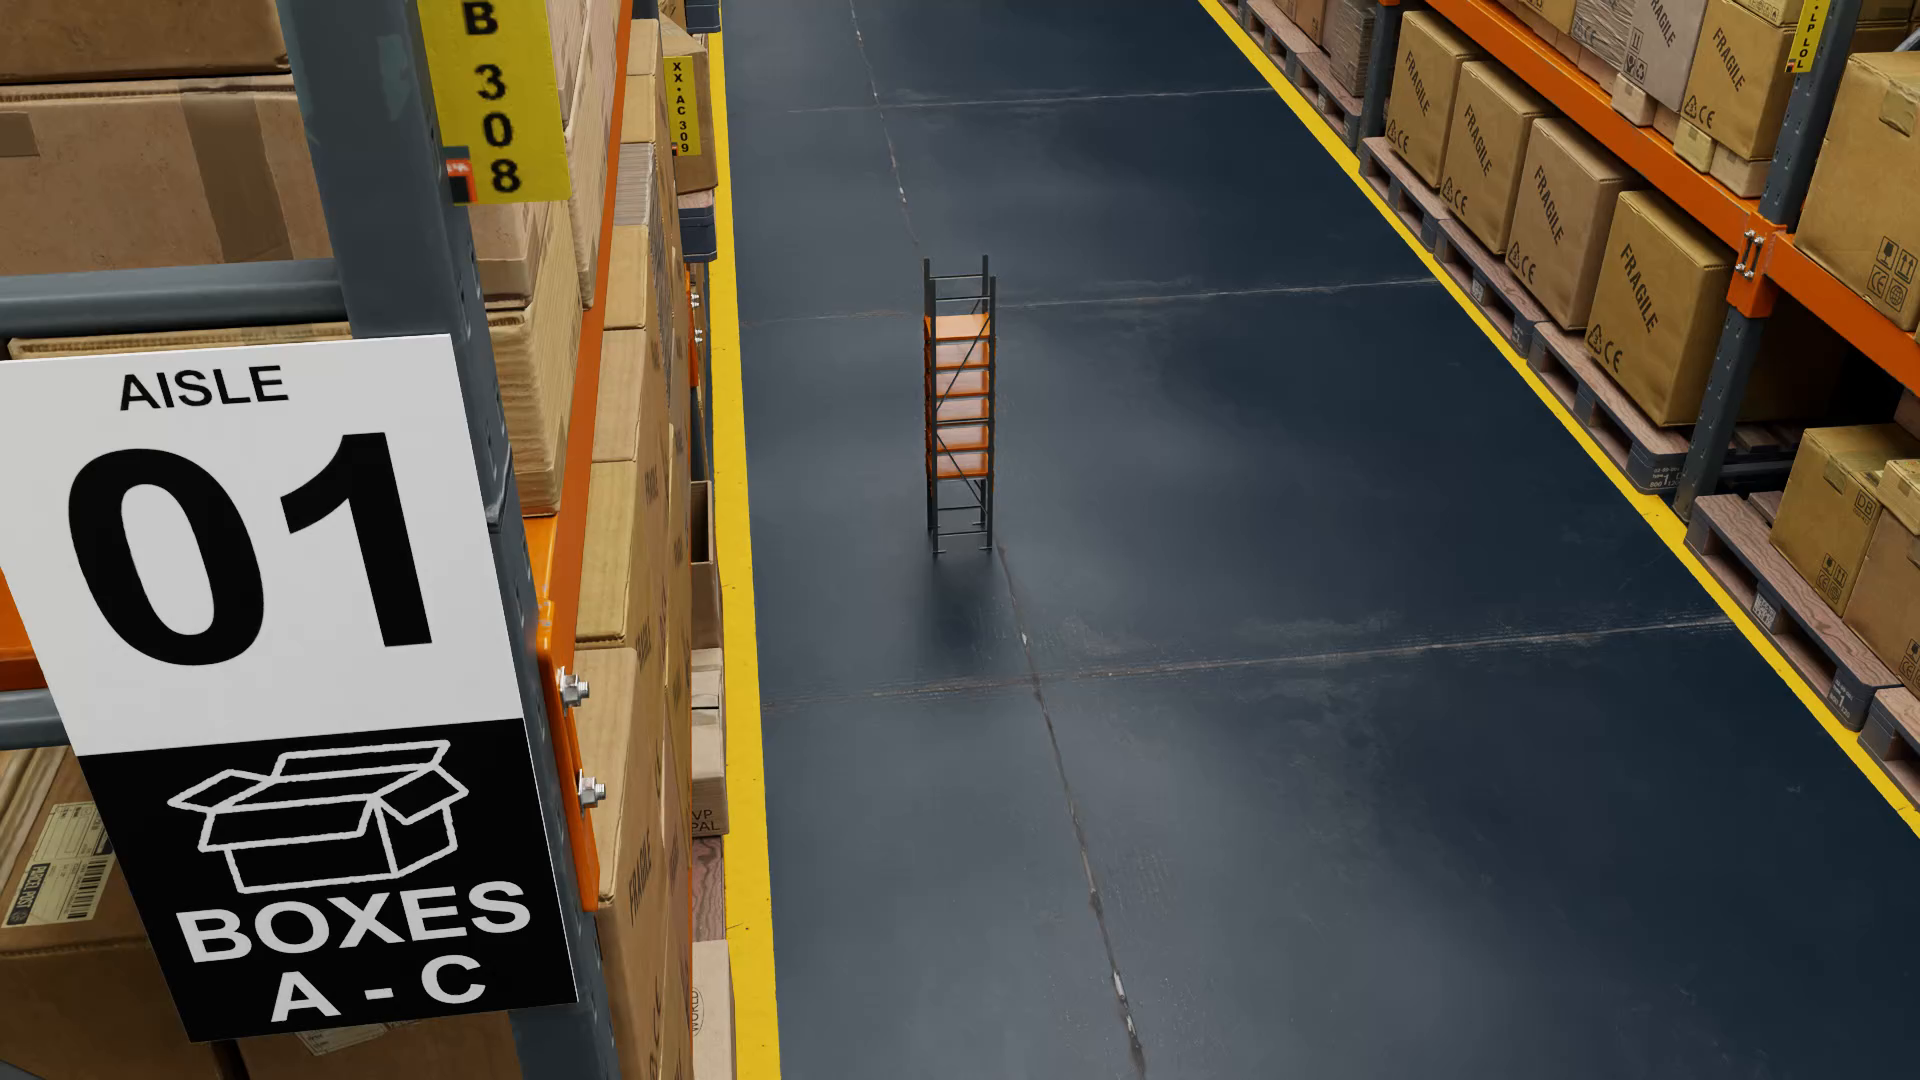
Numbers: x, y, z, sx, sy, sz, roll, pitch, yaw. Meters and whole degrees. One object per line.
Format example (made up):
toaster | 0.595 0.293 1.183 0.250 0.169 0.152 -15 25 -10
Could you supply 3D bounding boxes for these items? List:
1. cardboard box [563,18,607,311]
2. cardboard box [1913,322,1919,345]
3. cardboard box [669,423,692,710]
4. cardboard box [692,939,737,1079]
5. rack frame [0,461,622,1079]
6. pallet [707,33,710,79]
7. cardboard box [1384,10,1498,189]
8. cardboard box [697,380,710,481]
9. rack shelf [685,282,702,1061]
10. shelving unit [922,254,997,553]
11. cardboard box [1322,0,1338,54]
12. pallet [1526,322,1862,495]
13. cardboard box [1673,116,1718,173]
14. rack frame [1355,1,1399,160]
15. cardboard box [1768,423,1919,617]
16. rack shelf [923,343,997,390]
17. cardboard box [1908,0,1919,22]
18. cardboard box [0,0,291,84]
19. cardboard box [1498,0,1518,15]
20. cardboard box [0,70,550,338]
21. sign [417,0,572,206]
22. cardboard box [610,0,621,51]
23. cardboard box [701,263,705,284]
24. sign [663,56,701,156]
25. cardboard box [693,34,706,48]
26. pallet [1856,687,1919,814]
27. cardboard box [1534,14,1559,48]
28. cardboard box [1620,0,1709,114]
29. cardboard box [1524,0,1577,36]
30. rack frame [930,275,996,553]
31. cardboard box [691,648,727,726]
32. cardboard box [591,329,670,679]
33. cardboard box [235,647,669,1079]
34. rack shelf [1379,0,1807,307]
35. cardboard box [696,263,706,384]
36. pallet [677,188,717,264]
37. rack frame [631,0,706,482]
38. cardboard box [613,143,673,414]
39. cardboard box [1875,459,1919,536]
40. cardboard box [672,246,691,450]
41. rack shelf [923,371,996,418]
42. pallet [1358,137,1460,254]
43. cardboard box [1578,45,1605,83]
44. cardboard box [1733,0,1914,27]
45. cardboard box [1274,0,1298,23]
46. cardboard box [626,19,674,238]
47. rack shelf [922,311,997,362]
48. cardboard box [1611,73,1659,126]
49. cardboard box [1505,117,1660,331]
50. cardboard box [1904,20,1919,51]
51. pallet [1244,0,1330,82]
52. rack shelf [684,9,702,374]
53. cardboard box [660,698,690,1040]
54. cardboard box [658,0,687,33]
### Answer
cardboard box | -0.771 -0.527 2.330 0.500 0.250 0.500 -4 35 -6
cardboard box | 3.620 -0.785 4.972 0.980 0.700 0.700 -5 35 -8
cardboard box | -0.903 0.081 3.879 0.500 0.500 0.500 -4 34 -6
cardboard box | -0.826 1.308 4.218 0.500 0.250 0.500 -4 35 -6
rack frame | -0.899 1.236 2.272 1.000 3.000 0.127 -4 35 -6
pallet | -2.208 -3.217 11.284 1.003 0.211 1.213 -4 35 -6
cardboard box | 2.902 -2.470 9.247 0.750 0.750 0.750 -5 35 -7
cardboard box | -1.261 -0.433 6.551 0.500 0.500 0.500 -6 35 -9
rack shelf | -1.168 0.418 4.113 1.077 0.370 4.000 -4 35 -6
shelving unit | -0.002 -0.504 6.424 0.258 1.200 0.189 -4 35 -6
cardboard box | 2.830 -3.448 10.975 0.700 0.500 0.500 -4 35 -6
pallet | 3.292 -0.646 7.510 1.003 0.211 1.213 -4 35 -6
cardboard box | 3.087 -1.584 6.616 0.380 0.149 0.250 -4 34 -5
rack frame | 2.933 -3.605 9.377 1.000 3.000 0.127 -4 35 -6
cardboard box | 3.470 -0.089 6.063 0.700 0.500 0.500 -4 34 -6
rack shelf | -0.002 -0.665 6.314 0.258 0.103 0.180 -4 35 -6
cardboard box | 3.667 -2.132 6.178 0.500 0.250 0.500 -3 34 -5
cardboard box | -0.985 -0.743 1.537 0.700 0.500 0.500 -4 35 -6
cardboard box | 2.924 -2.737 8.308 0.380 0.149 0.250 -4 34 -5
cardboard box | -0.711 -0.454 1.779 0.500 0.250 0.500 -4 35 -6
sign | -0.362 -0.406 1.242 0.100 0.325 0.005 -4 35 -6
cardboard box | -0.913 -1.085 3.148 0.500 0.250 0.500 -4 35 -6
cardboard box | -1.548 -1.584 8.240 0.500 0.500 0.500 -6 35 -8
sign | -0.901 -1.399 5.370 0.100 0.325 0.005 -4 35 -6
cardboard box | -1.755 -2.811 9.783 0.500 0.311 0.500 -3 34 -5
pallet | 3.663 0.892 5.254 1.003 0.211 1.213 -4 35 -6
cardboard box | 2.965 -2.453 7.892 0.380 0.149 0.250 -4 34 -6
cardboard box | 3.081 -2.068 6.750 0.500 0.500 0.500 -4 34 -6
cardboard box | 2.949 -2.627 7.571 0.500 0.500 0.500 -3 34 -5
rack frame | 0.010 -0.453 6.349 0.240 1.200 0.006 -4 35 -6
cardboard box | -0.970 0.502 5.491 0.380 0.149 0.250 -4 35 -6
cardboard box | -0.838 -0.056 3.193 0.500 0.500 0.500 -4 34 -6
cardboard box | -0.698 0.514 2.355 0.500 0.500 0.500 -3 34 -5
rack shelf | 3.202 -2.192 7.942 1.077 0.370 4.000 -4 35 -6
cardboard box | -1.404 -1.009 7.396 0.500 0.500 0.500 -4 34 -6
pallet | -1.437 -1.371 6.268 1.003 0.211 1.213 -4 35 -6
rack frame | -1.437 -0.996 5.548 1.000 3.000 0.127 -4 35 -6
cardboard box | -0.974 -0.621 4.021 0.500 0.500 0.500 -4 34 -6
cardboard box | 3.335 -0.152 5.580 0.380 0.149 0.250 -3 34 -5
cardboard box | -1.045 -0.490 4.717 0.500 0.500 0.500 -3 34 -5
rack shelf | -0.002 -0.566 6.381 0.258 0.103 0.180 -4 35 -6
pallet | 2.964 -2.007 9.508 1.003 0.211 1.213 -4 35 -6
cardboard box | 3.017 -2.157 7.457 0.380 0.149 0.250 -5 35 -8
cardboard box | 3.154 -2.097 6.127 0.500 0.250 0.500 -4 34 -5
cardboard box | 2.658 -4.004 11.791 0.700 0.500 0.500 -4 34 -6
cardboard box | -1.113 -1.188 4.853 0.500 0.500 0.500 -4 34 -6
rack shelf | -0.002 -0.765 6.246 0.258 0.103 0.180 -4 35 -6
cardboard box | 3.003 -1.875 7.043 0.380 0.149 0.250 -4 35 -6
cardboard box | 3.132 -1.507 7.834 0.750 0.750 0.750 -3 34 -5
cardboard box | 3.659 -1.821 6.388 0.500 0.500 0.500 -6 35 -8
pallet | 2.668 -3.568 11.799 1.003 0.211 1.213 -4 35 -6
rack shelf | -1.706 -1.815 7.388 1.077 0.370 4.000 -4 35 -6
cardboard box | -0.772 0.640 3.059 0.500 0.500 0.500 -5 35 -7
cardboard box | -1.435 -1.871 6.370 0.700 0.500 0.500 1 34 1
